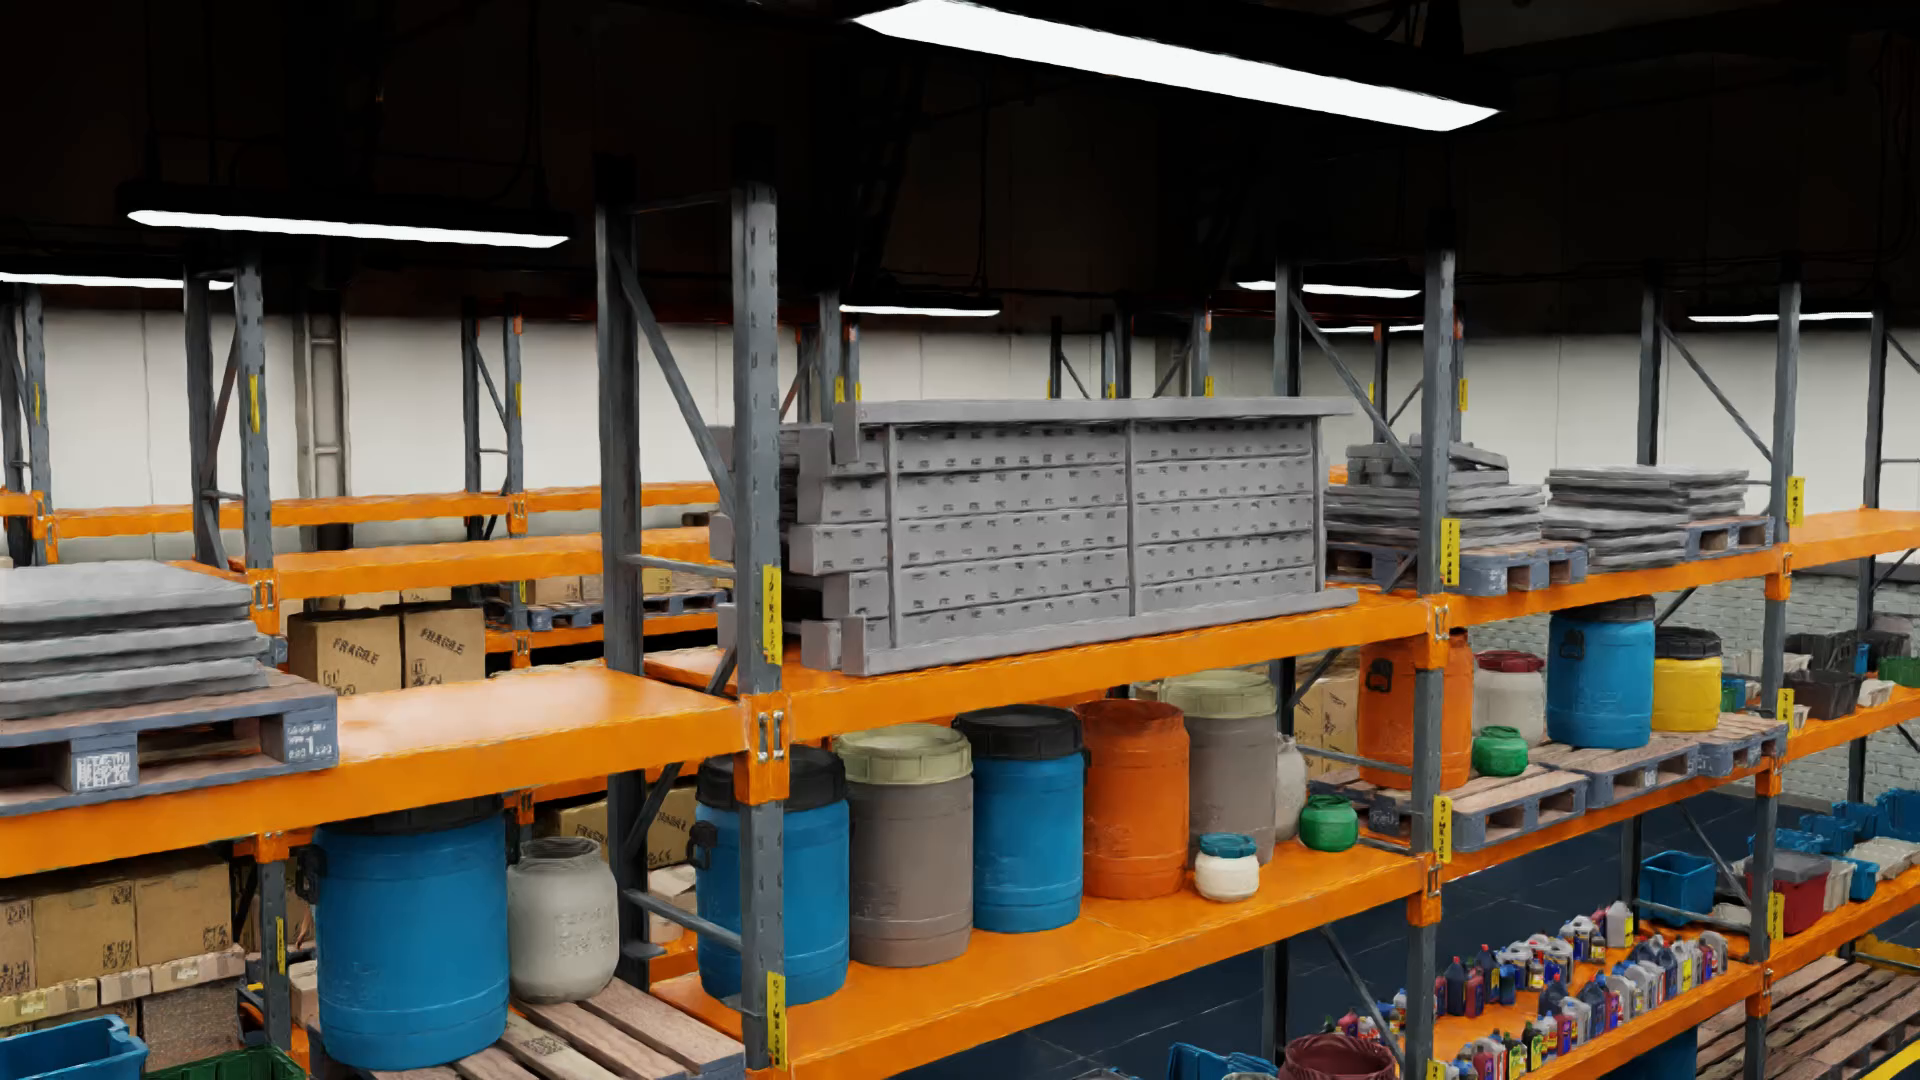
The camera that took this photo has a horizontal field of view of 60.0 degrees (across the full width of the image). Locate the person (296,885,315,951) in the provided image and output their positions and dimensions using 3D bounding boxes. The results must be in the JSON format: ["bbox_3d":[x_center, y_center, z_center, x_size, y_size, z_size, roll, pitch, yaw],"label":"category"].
[{"bbox_3d":[-4.963,3.107,13.235,0.491,1.598,1.000,5,7,40],"label":"person"}]
